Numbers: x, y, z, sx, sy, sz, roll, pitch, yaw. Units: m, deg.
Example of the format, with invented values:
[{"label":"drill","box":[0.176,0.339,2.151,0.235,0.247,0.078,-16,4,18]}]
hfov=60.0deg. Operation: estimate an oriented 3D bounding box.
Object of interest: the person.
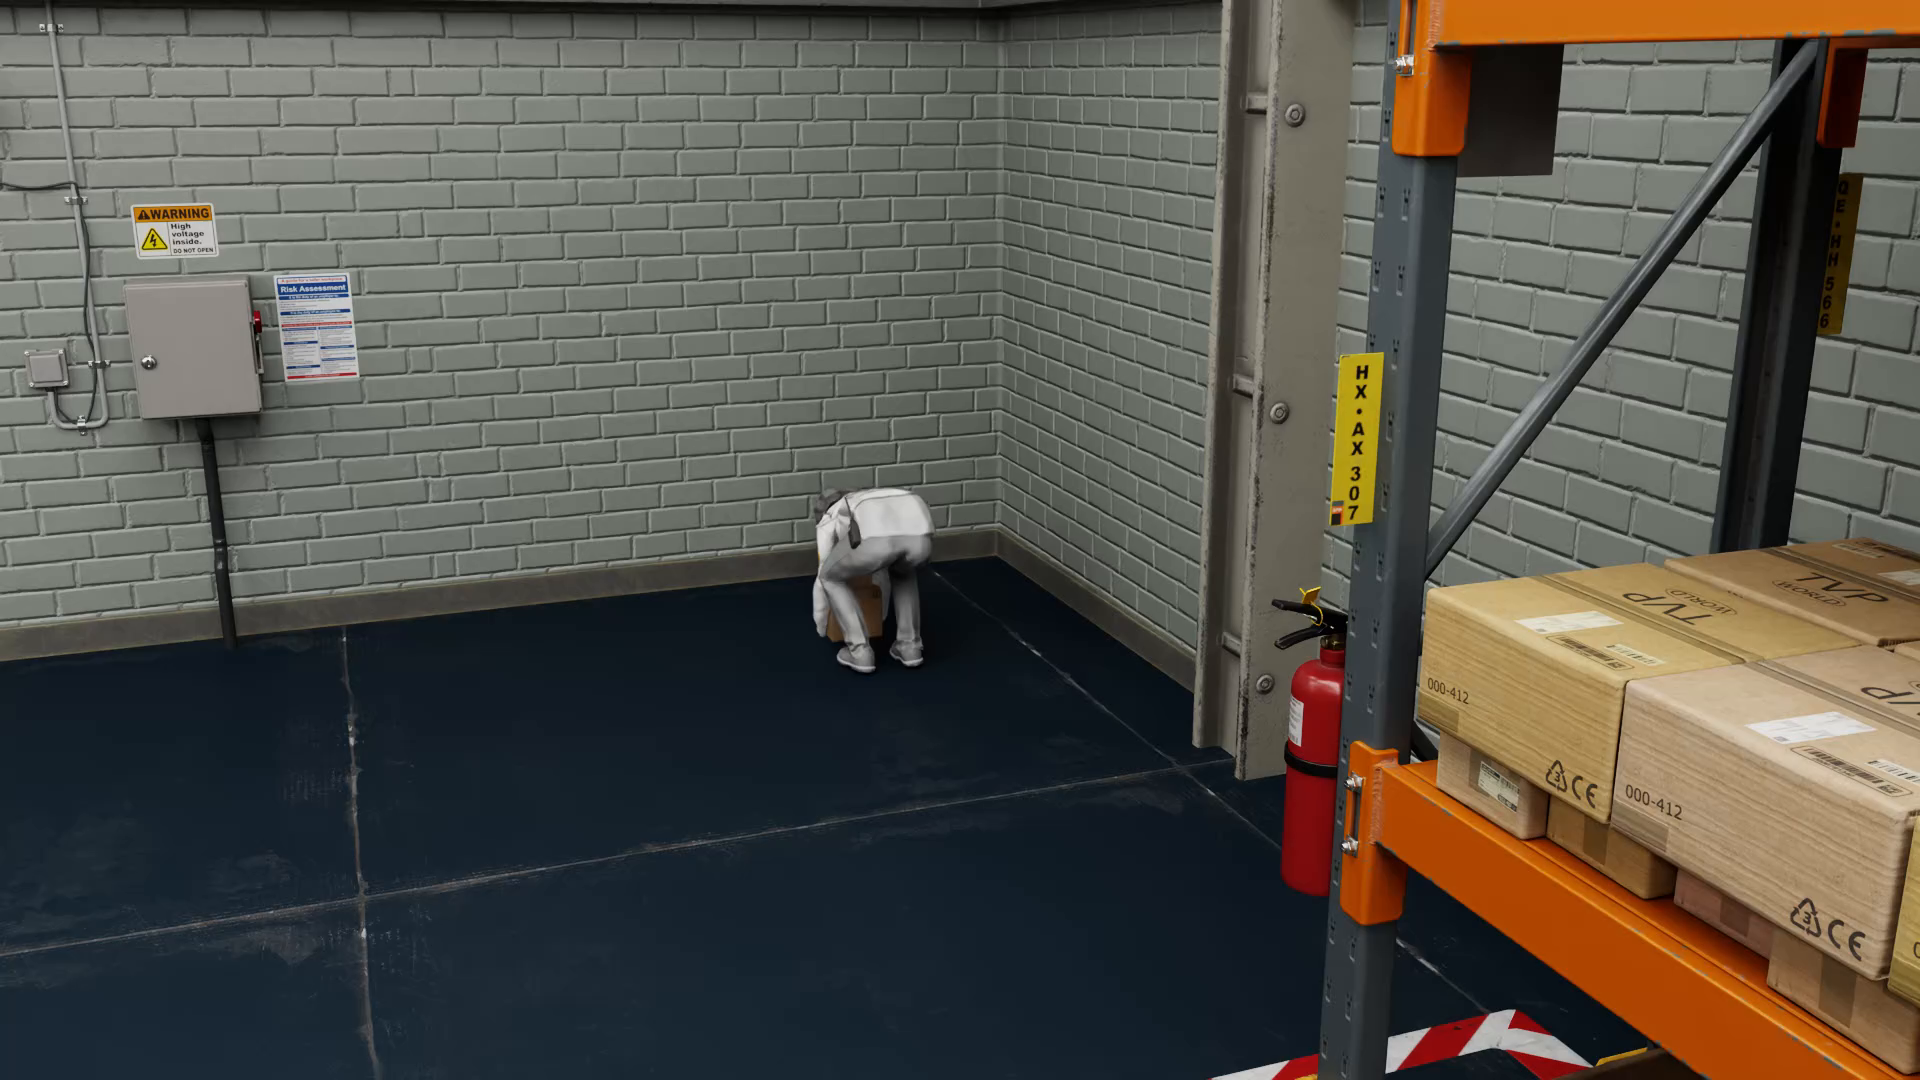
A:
[{"label":"person","box":[-0.420,0.138,7.623,0.468,0.833,0.894,-7,17,-22]}]
